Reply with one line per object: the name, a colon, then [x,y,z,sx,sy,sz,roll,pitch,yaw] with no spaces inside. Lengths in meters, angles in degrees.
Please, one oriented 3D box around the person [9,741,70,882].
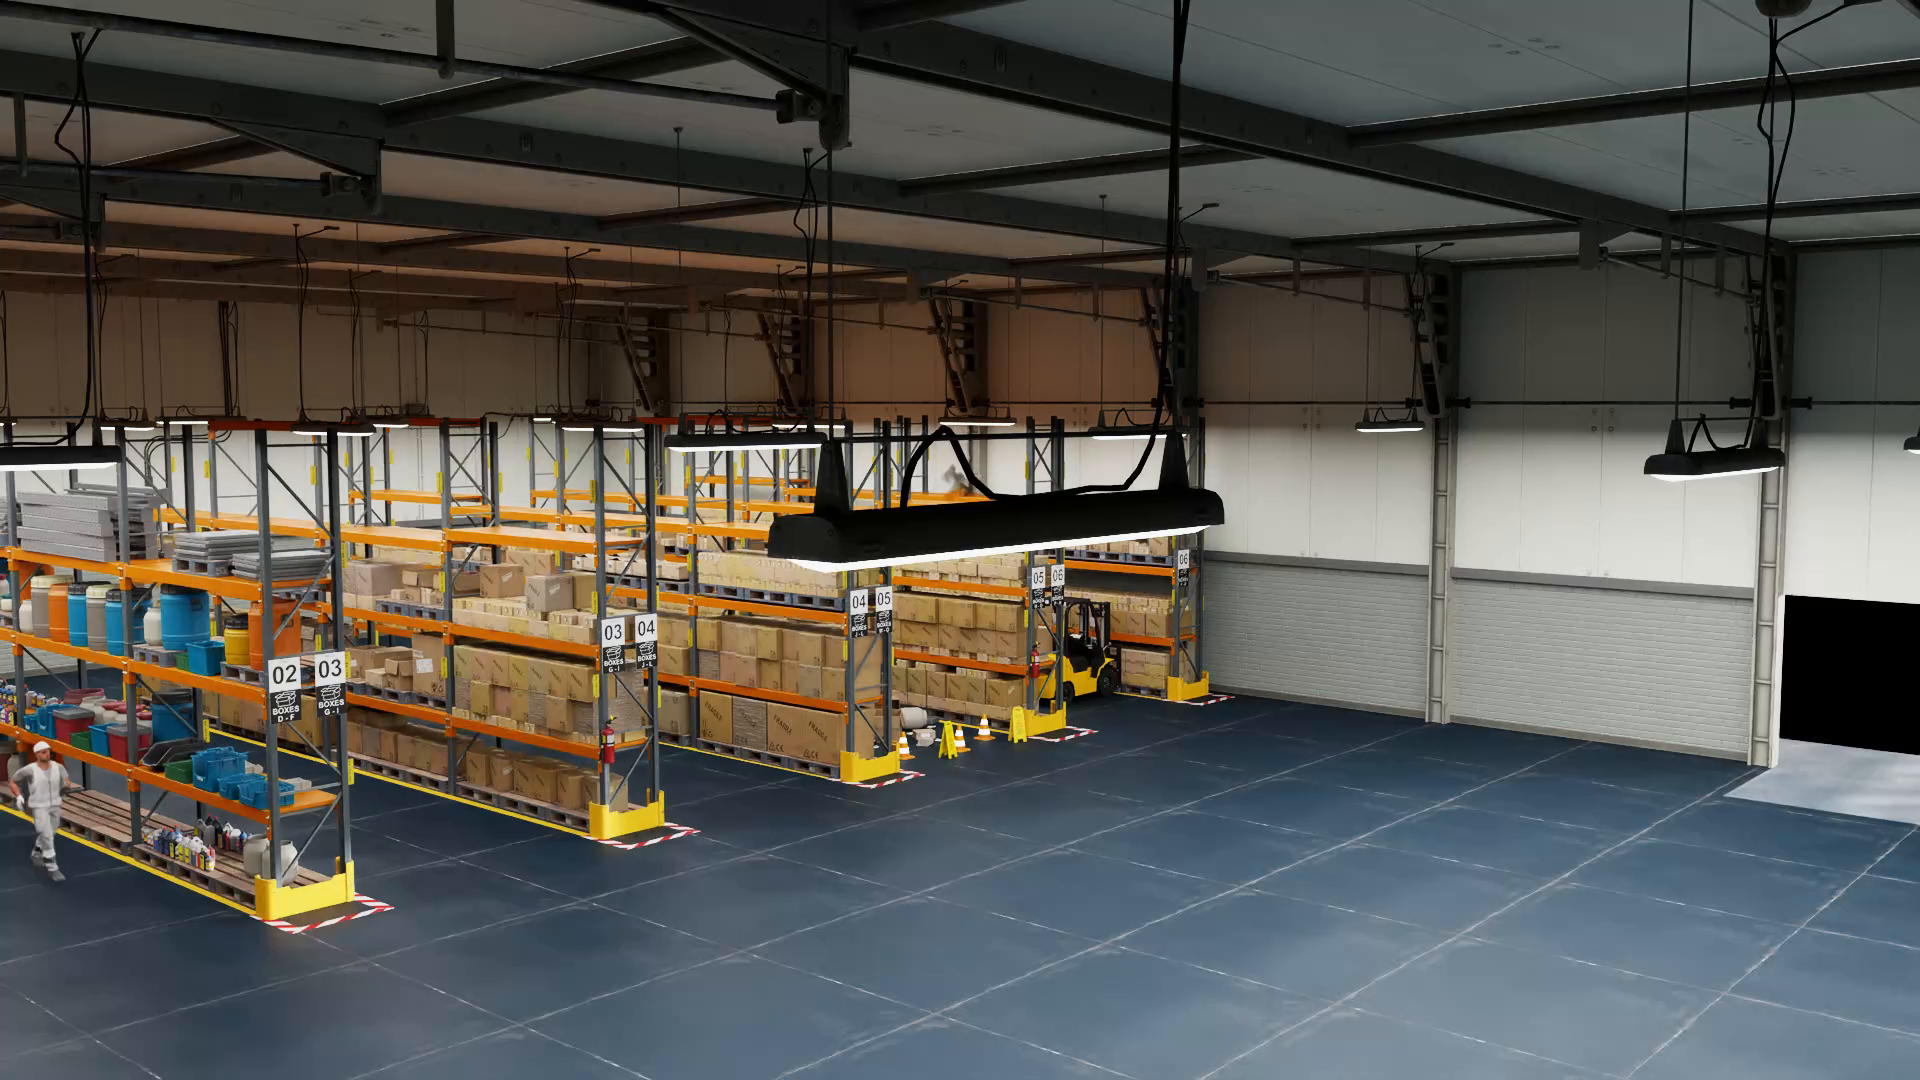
person: [-12.171,3.574,22.116,0.930,1.810,0.656,3,5,29]
